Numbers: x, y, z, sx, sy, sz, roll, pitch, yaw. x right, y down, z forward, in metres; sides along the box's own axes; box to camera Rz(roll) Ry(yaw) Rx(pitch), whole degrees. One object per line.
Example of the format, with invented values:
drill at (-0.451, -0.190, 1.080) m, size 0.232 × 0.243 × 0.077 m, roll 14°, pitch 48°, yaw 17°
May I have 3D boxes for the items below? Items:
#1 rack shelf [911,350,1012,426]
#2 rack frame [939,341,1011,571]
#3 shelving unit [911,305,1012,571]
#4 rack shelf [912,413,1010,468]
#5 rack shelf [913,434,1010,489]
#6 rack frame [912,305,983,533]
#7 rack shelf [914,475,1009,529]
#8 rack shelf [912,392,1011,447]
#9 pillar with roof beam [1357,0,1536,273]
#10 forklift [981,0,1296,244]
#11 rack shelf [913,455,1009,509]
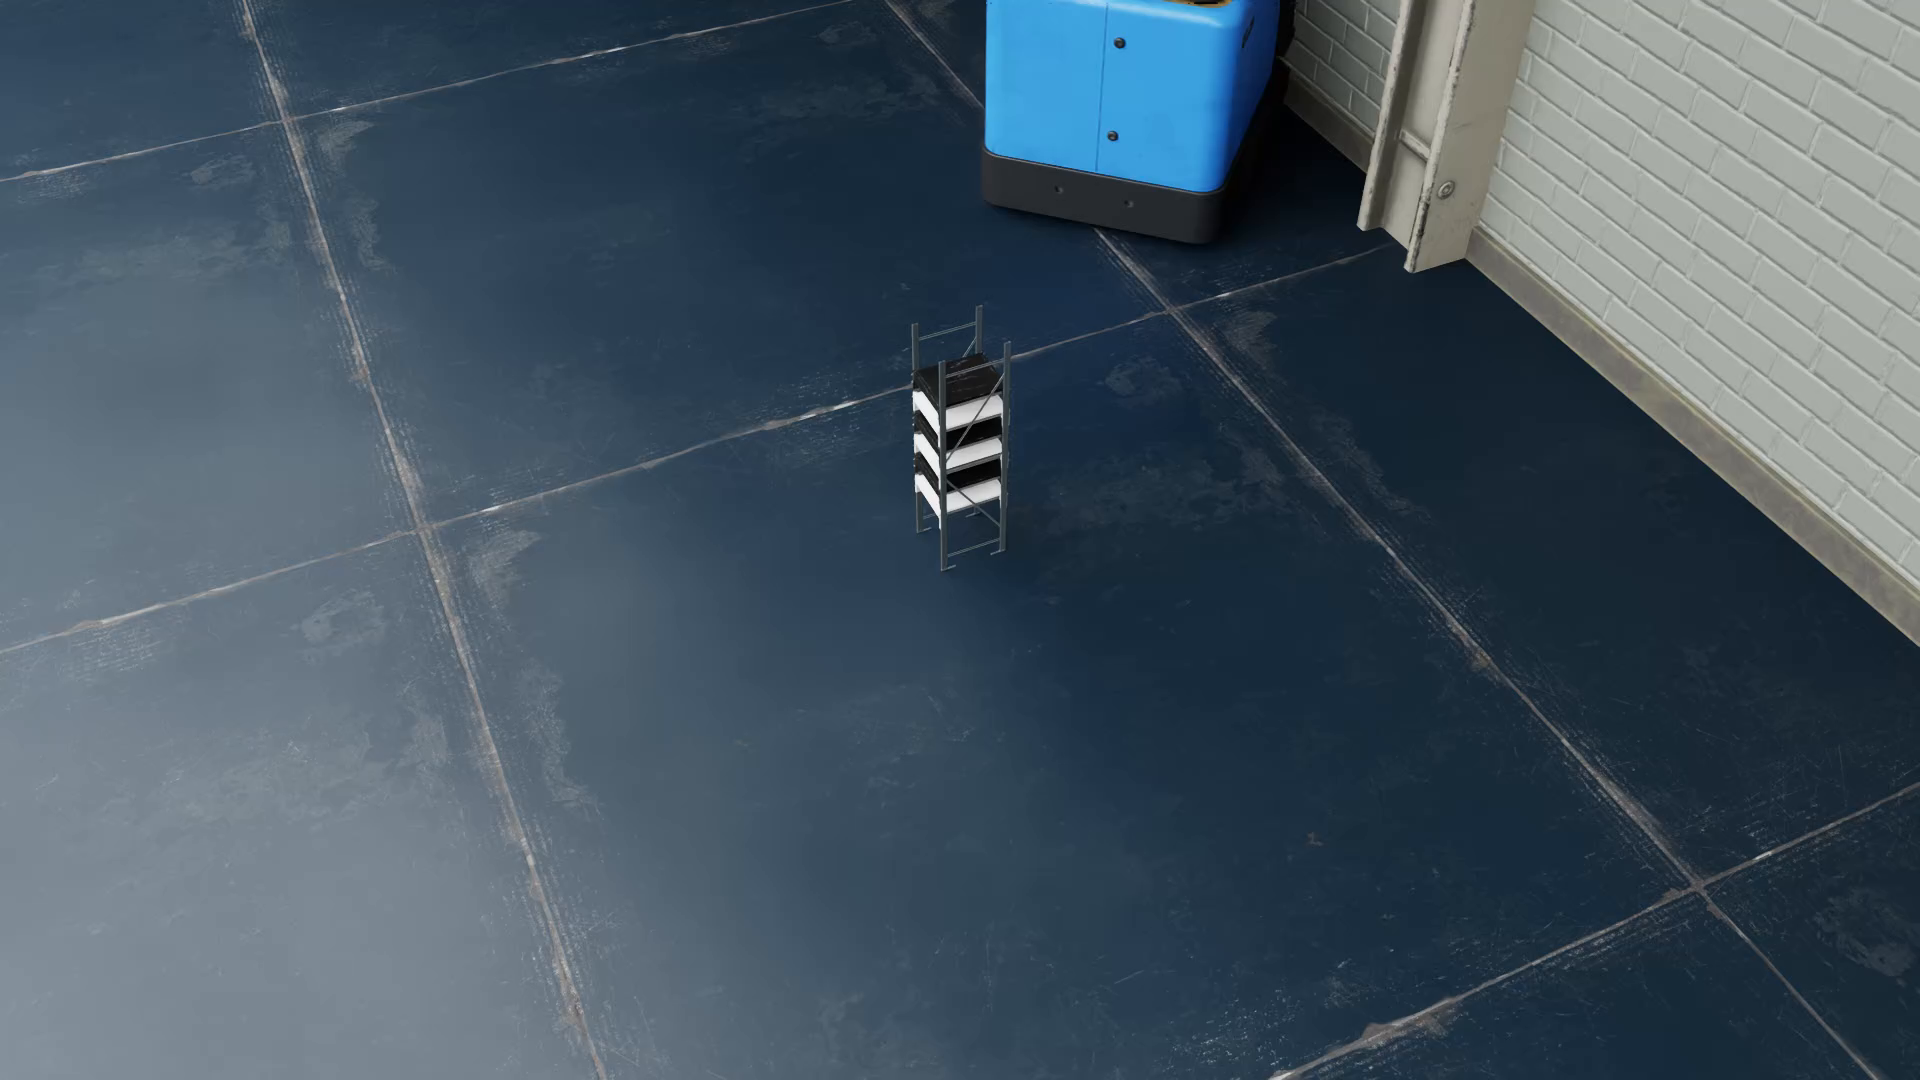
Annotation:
rack shelf at (0.003, -0.484, 5.262) m, size 0.258 × 0.077 × 0.200 m, roll -18°, pitch 47°, yaw -17°
rack frame at (0.046, -0.250, 5.363) m, size 0.240 × 0.900 × 0.006 m, roll -18°, pitch 47°, yaw -17°
shelving unit at (0.003, -0.315, 5.429) m, size 0.258 × 0.900 × 0.210 m, roll -18°, pitch 47°, yaw -17°
rack shelf at (0.003, -0.355, 5.389) m, size 0.258 × 0.077 × 0.200 m, roll -18°, pitch 47°, yaw -17°
rack shelf at (0.003, -0.291, 5.452) m, size 0.258 × 0.077 × 0.200 m, roll -18°, pitch 47°, yaw -17°
rack frame at (-0.039, -0.380, 5.494) m, size 0.240 × 0.900 × 0.006 m, roll -18°, pitch 47°, yaw -17°
rack shelf at (0.003, -0.163, 5.579) m, size 0.258 × 0.077 × 0.200 m, roll -18°, pitch 47°, yaw -17°
rack shelf at (0.003, -0.420, 5.326) m, size 0.258 × 0.077 × 0.200 m, roll -18°, pitch 47°, yaw -17°
pillar with roof beam at (-1.988, -3.203, 2.589) m, size 9.100 × 9.000 × 0.400 m, roll -18°, pitch 47°, yaw -17°
forklift at (1.057, -3.323, 7.031) m, size 1.130 × 2.935 × 3.031 m, roll 14°, pitch 46°, yaw 14°
rack shelf at (0.003, -0.227, 5.515) m, size 0.258 × 0.077 × 0.200 m, roll -18°, pitch 47°, yaw -17°
